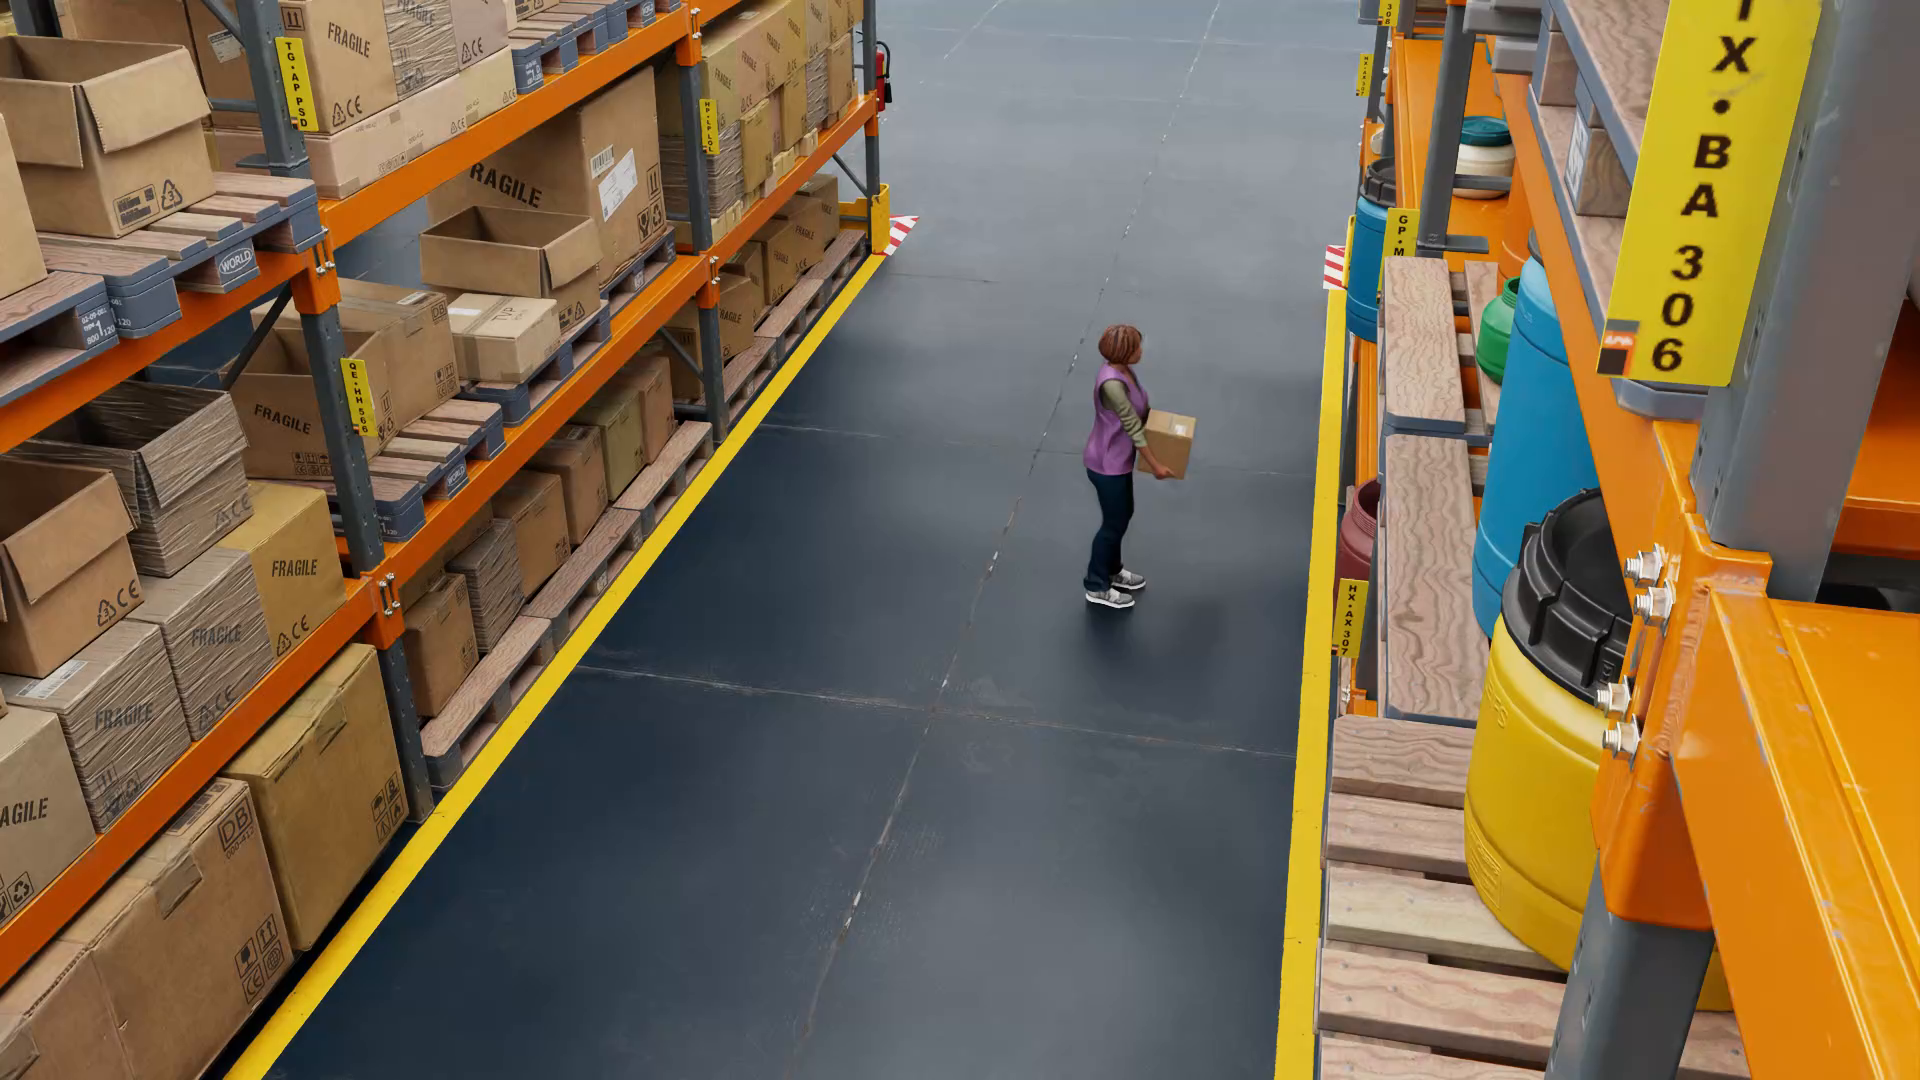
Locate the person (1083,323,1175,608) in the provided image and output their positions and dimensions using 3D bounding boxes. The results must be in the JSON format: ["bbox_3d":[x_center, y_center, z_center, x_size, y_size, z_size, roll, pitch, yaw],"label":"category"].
[{"bbox_3d":[0.903,-0.398,8.852,0.499,1.599,0.375,6,30,10],"label":"person"}]
